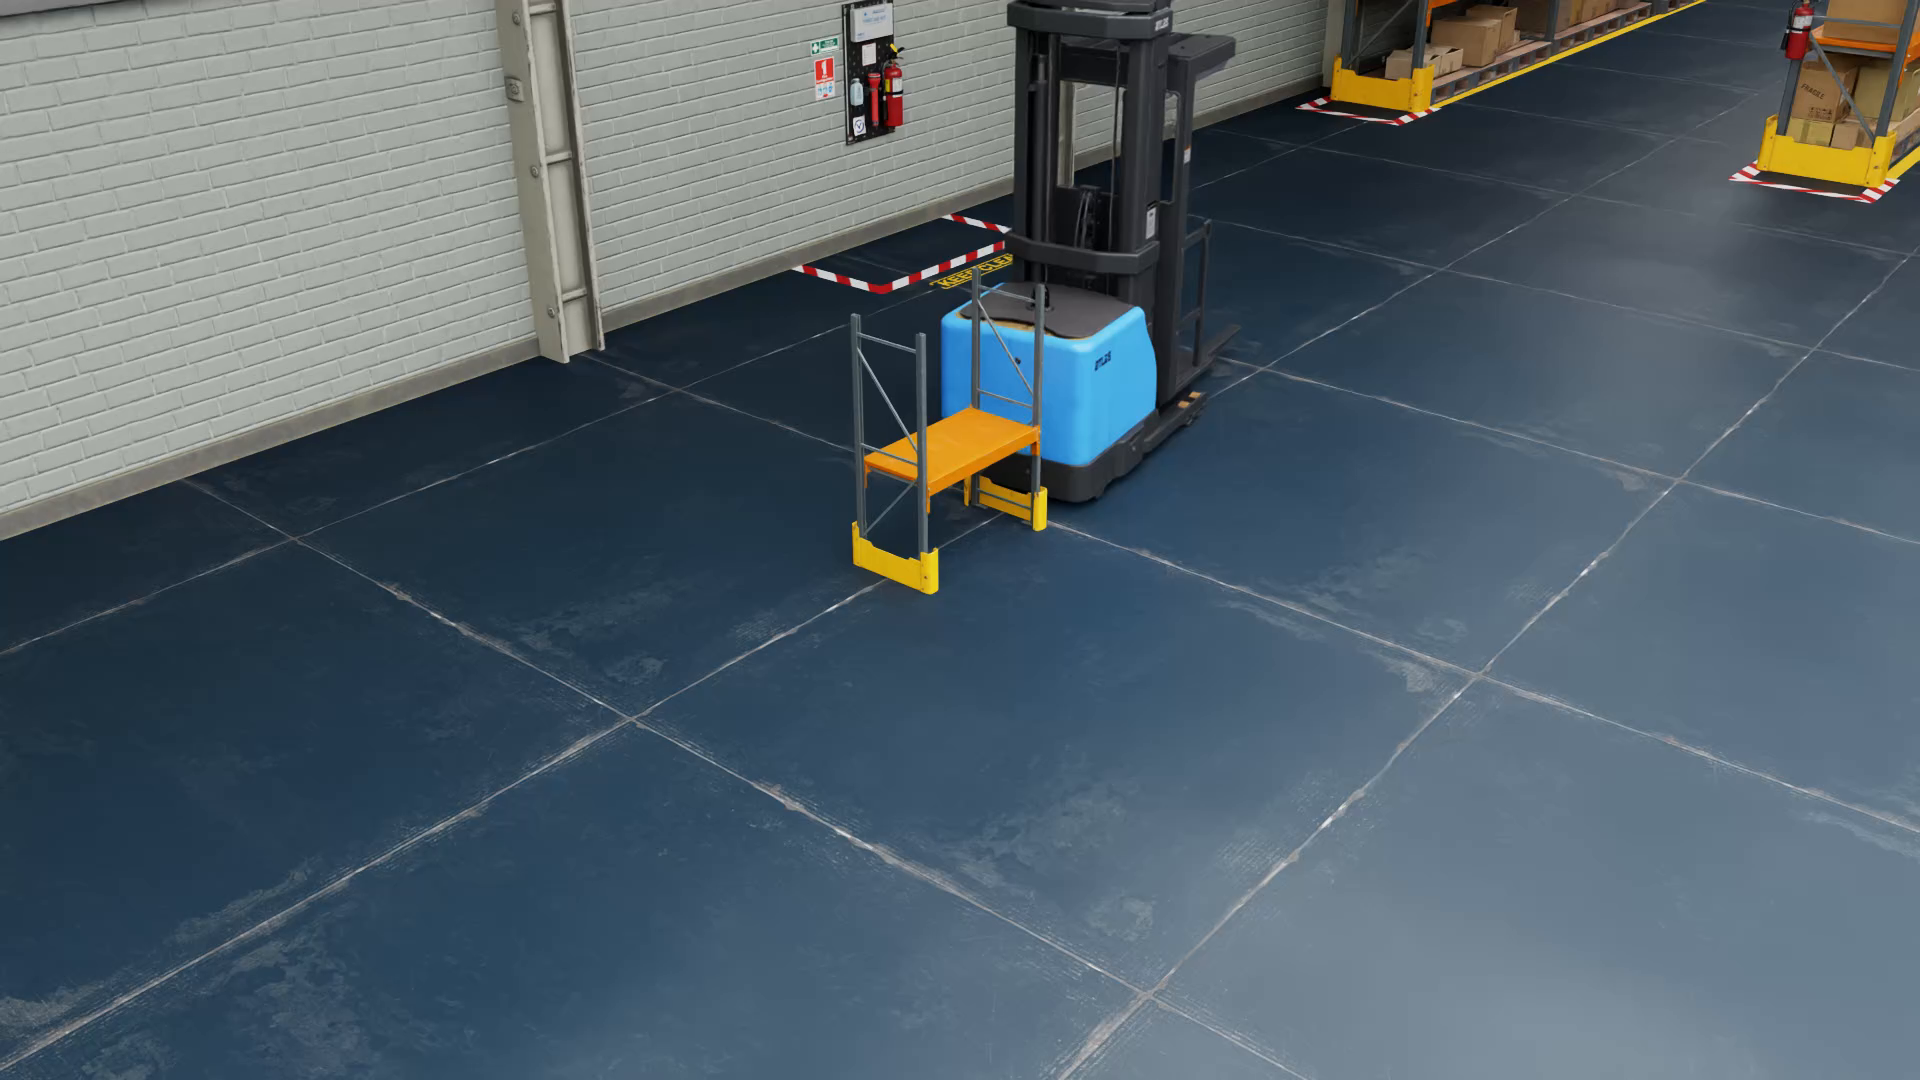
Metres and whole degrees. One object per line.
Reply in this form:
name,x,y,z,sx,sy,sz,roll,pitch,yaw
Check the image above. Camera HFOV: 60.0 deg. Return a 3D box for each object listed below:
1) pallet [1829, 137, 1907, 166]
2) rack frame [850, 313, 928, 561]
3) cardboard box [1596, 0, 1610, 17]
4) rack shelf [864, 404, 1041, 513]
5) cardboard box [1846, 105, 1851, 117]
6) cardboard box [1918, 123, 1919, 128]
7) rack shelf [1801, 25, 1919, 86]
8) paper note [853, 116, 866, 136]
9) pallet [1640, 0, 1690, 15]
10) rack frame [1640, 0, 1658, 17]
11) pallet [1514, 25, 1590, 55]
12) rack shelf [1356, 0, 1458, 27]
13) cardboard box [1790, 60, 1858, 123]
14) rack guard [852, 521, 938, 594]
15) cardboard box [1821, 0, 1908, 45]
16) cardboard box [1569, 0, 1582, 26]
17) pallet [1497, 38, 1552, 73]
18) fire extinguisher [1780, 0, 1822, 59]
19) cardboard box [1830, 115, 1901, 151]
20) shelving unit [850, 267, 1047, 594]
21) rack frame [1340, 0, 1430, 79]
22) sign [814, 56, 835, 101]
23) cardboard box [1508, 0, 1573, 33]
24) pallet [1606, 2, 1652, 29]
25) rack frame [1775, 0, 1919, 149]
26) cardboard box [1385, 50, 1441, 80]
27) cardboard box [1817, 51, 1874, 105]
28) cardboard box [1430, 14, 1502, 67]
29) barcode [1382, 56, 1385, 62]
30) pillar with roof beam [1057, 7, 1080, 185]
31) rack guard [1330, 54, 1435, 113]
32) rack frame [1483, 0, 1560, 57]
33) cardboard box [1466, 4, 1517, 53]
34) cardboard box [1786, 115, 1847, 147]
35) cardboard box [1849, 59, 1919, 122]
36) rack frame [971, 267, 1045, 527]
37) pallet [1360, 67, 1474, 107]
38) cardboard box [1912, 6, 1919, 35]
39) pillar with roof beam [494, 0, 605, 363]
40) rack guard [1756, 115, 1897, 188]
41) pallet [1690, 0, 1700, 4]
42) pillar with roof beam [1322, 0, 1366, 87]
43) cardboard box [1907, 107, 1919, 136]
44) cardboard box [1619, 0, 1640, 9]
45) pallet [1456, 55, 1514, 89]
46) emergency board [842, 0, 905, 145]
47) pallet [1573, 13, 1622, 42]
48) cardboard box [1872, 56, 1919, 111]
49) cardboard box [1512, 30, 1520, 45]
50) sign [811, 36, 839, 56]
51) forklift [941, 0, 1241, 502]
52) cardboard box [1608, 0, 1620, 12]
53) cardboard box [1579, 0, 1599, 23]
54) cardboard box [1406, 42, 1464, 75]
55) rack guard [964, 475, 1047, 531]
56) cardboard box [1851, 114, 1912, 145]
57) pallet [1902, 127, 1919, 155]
pallet,9.219,-4.101,17.448,1.003,0.211,1.213,21,34,34
rack frame,-0.378,-0.456,8.999,0.500,1.500,0.032,21,34,34
cardboard box,8.899,-7.821,23.845,0.700,0.500,0.500,21,34,34
rack shelf,-0.054,-0.476,9.430,0.538,0.185,1.000,21,34,34
cardboard box,9.187,-4.479,17.679,0.500,0.250,0.500,21,34,34
cardboard box,10.233,-4.678,18.064,0.500,0.250,0.500,21,34,34
rack shelf,10.037,-5.446,17.795,1.077,0.370,4.000,21,34,34
paper note,-0.866,-3.578,14.360,0.016,0.148,0.142,21,34,34
pallet,10.588,-8.358,25.677,1.003,0.211,1.213,21,34,34
rack frame,10.029,-9.339,24.538,1.000,3.000,0.127,21,34,34
pallet,7.978,-6.959,22.972,1.003,0.211,1.213,21,34,34
rack shelf,6.212,-6.892,20.591,1.077,0.370,4.000,21,34,34
cardboard box,8.876,-4.632,17.158,0.500,0.500,0.500,21,34,34
rack guard,-0.365,0.093,9.299,0.587,0.250,0.087,21,34,34
cardboard box,9.072,-5.262,16.549,0.700,0.500,0.500,21,34,34
cardboard box,8.230,-7.470,23.166,0.700,0.500,0.500,20,33,33
pallet,7.084,-6.434,21.957,1.003,0.211,1.213,21,34,34
fire extinguisher,8.331,-5.116,16.459,0.296,0.674,0.183,21,34,34
cardboard box,9.278,-4.147,17.036,0.500,0.250,0.500,21,34,34
shelving unit,-0.048,-0.639,9.353,0.587,1.500,1.083,21,34,34
rack frame,4.940,-6.503,19.055,1.000,3.000,0.127,21,34,34
sign,-1.131,-3.861,13.911,0.001,0.329,0.234,21,34,34
cardboard box,7.940,-7.272,22.784,0.700,0.500,0.500,22,35,36
pallet,9.530,-7.824,24.644,1.003,0.211,1.213,21,34,34
rack frame,8.765,-5.056,16.259,1.000,3.000,0.127,21,34,34
cardboard box,5.450,-5.723,19.995,0.500,0.311,0.500,17,32,29
cardboard box,9.501,-4.991,17.852,0.500,0.500,0.500,21,34,34
cardboard box,6.317,-6.254,20.817,0.700,0.500,0.500,18,33,31
barcode,5.152,-5.850,20.232,0.001,0.075,0.075,21,34,34
pillar with roof beam,4.223,-6.283,12.101,9.100,9.000,0.400,21,34,34
rack guard,4.988,-5.419,19.682,1.175,0.500,0.348,21,34,34
rack frame,7.484,-7.921,21.797,1.000,3.000,0.127,21,34,34
cardboard box,6.855,-6.626,21.536,0.500,0.500,0.500,18,32,31
cardboard box,8.878,-4.298,17.329,0.500,0.250,0.500,21,34,34
cardboard box,9.594,-4.658,17.208,0.500,0.500,0.500,21,34,34
rack frame,0.269,-0.816,9.695,0.500,1.500,0.032,21,34,34
pallet,5.532,-5.569,20.285,1.003,0.211,1.213,21,34,34
cardboard box,9.402,-5.450,16.912,0.700,0.500,0.500,22,34,36
pillar with roof beam,0.407,-4.155,7.989,9.100,9.000,0.400,21,34,34
rack guard,8.750,-3.938,16.817,1.175,0.500,0.348,21,34,34
pallet,11.364,-8.789,26.509,1.003,0.211,1.213,21,34,34
pillar with roof beam,8.040,-8.410,16.213,9.100,9.000,0.400,21,34,34
cardboard box,9.911,-4.502,17.724,0.500,0.250,0.500,21,34,34
cardboard box,9.611,-8.154,24.489,0.700,0.500,0.500,21,34,35
pallet,6.309,-5.999,21.117,1.003,0.211,1.213,21,34,34
emergency board,-0.700,-4.011,14.240,0.194,1.169,0.643,21,34,34
pallet,8.754,-7.393,23.812,1.003,0.211,1.213,21,34,34
cardboard box,9.902,-4.839,17.558,0.500,0.500,0.500,21,34,34
cardboard box,7.167,-6.659,21.963,0.380,0.166,0.250,16,31,28
sign,-1.121,-4.096,13.787,0.001,0.109,0.331,21,34,34
forklift,1.041,-2.169,10.753,1.130,2.935,3.031,15,31,26
cardboard box,9.193,-8.005,24.201,0.700,0.500,0.500,21,34,34
cardboard box,8.585,-7.639,23.493,0.700,0.500,0.500,21,34,35
cardboard box,5.812,-5.925,20.386,0.500,0.311,0.500,24,36,38
rack guard,0.268,-0.261,9.982,0.587,0.250,0.087,21,34,34
cardboard box,9.593,-4.325,17.381,0.500,0.250,0.500,21,34,34
pallet,9.995,-4.532,18.280,1.003,0.211,1.213,21,34,34
